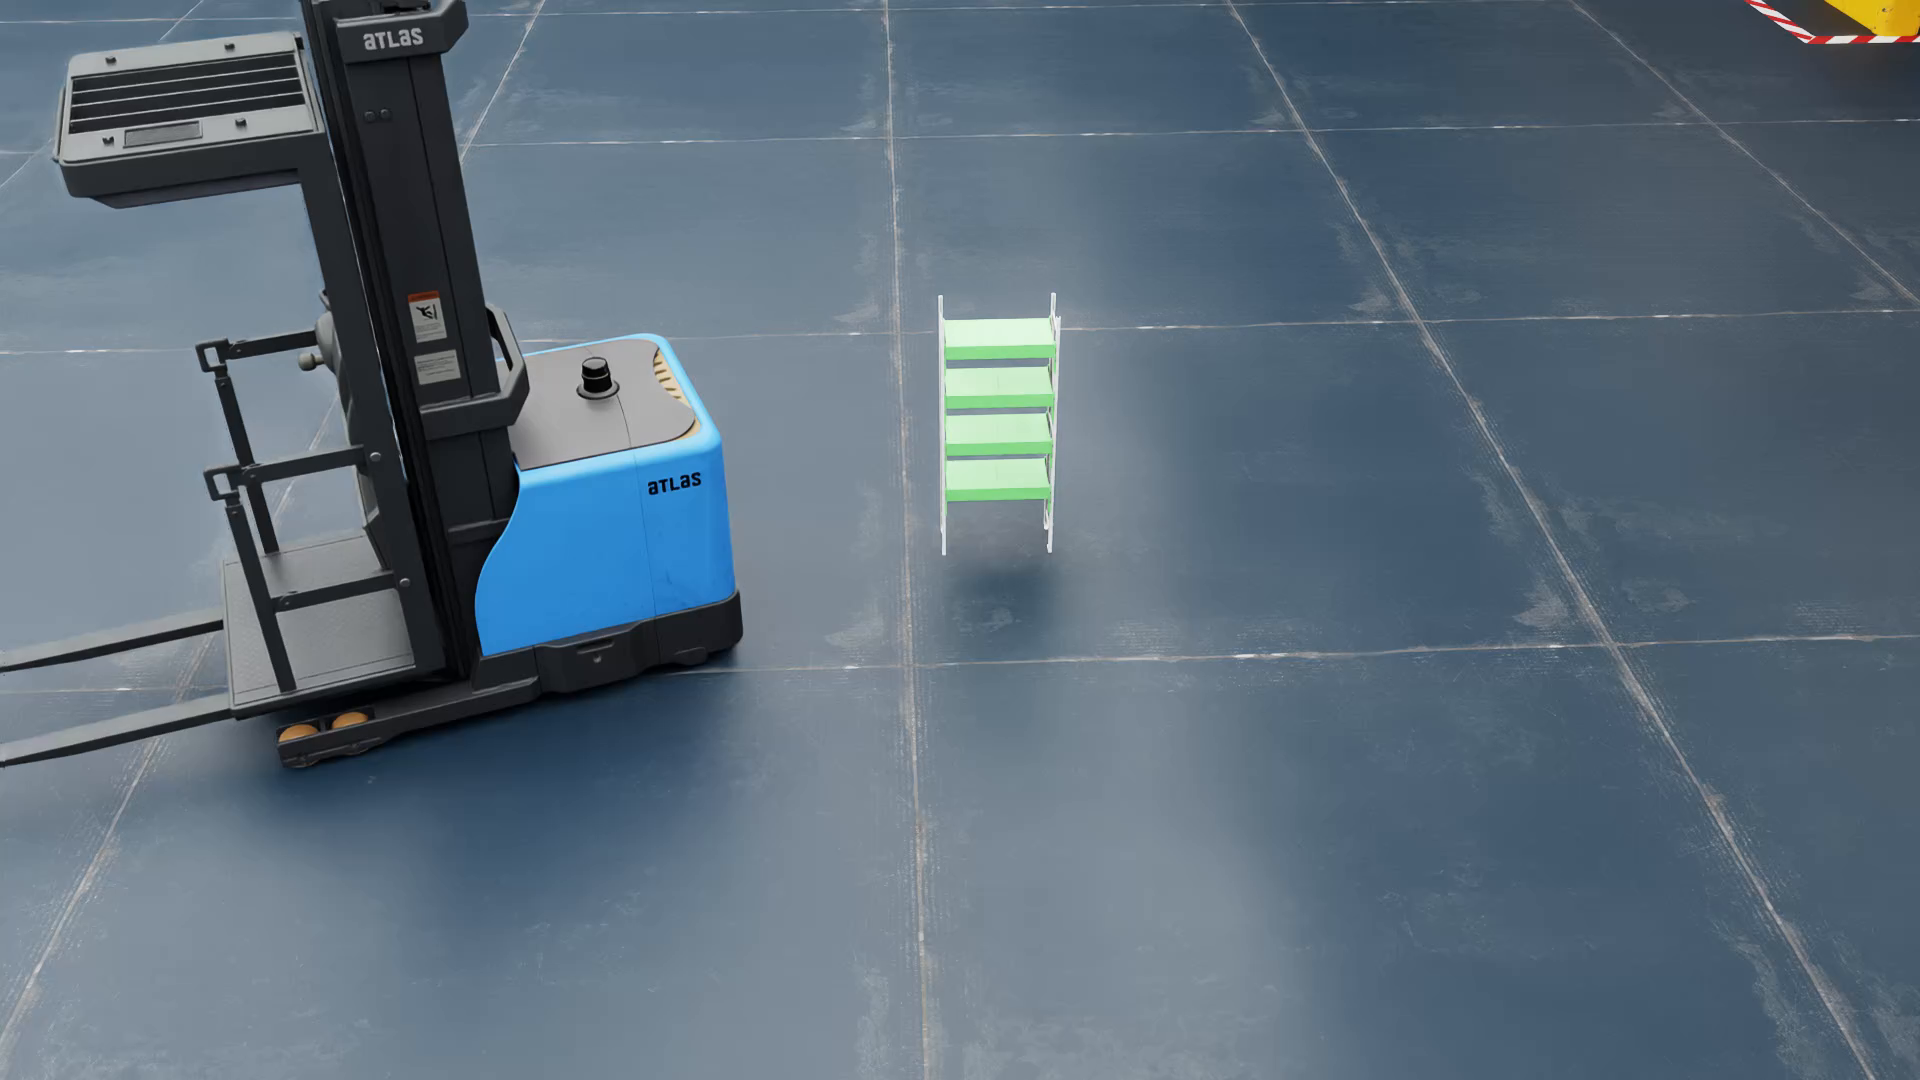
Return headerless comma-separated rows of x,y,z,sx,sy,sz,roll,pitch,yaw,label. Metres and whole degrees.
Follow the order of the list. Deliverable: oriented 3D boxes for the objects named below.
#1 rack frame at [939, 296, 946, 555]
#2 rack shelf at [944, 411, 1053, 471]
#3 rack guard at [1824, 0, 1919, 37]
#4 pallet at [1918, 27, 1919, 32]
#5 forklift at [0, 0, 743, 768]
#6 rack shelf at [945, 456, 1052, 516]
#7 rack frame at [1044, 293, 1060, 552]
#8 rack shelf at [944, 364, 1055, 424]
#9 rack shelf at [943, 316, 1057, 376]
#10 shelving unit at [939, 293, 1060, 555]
-0.078,-0.491,7.405,0.015,1.200,0.240,-2,35,-2,rack frame
0.165,-0.445,7.451,0.480,0.148,0.258,-2,35,-2,rack shelf
7.762,-4.713,14.120,0.348,0.500,1.175,-2,35,-2,rack guard
8.573,-4.613,14.230,1.213,0.211,1.003,-2,35,-2,pallet
-2.487,-0.662,6.131,3.031,2.935,1.130,-13,37,-18,forklift
0.165,-0.248,7.588,0.480,0.148,0.258,-2,35,-2,rack shelf
0.409,-0.504,7.424,0.015,1.200,0.240,-2,35,-2,rack frame
0.165,-0.643,7.315,0.480,0.148,0.258,-2,35,-2,rack shelf
0.165,-0.840,7.178,0.480,0.148,0.258,-2,35,-2,rack shelf
0.165,-0.498,7.415,0.503,1.200,0.258,-2,35,-2,shelving unit
